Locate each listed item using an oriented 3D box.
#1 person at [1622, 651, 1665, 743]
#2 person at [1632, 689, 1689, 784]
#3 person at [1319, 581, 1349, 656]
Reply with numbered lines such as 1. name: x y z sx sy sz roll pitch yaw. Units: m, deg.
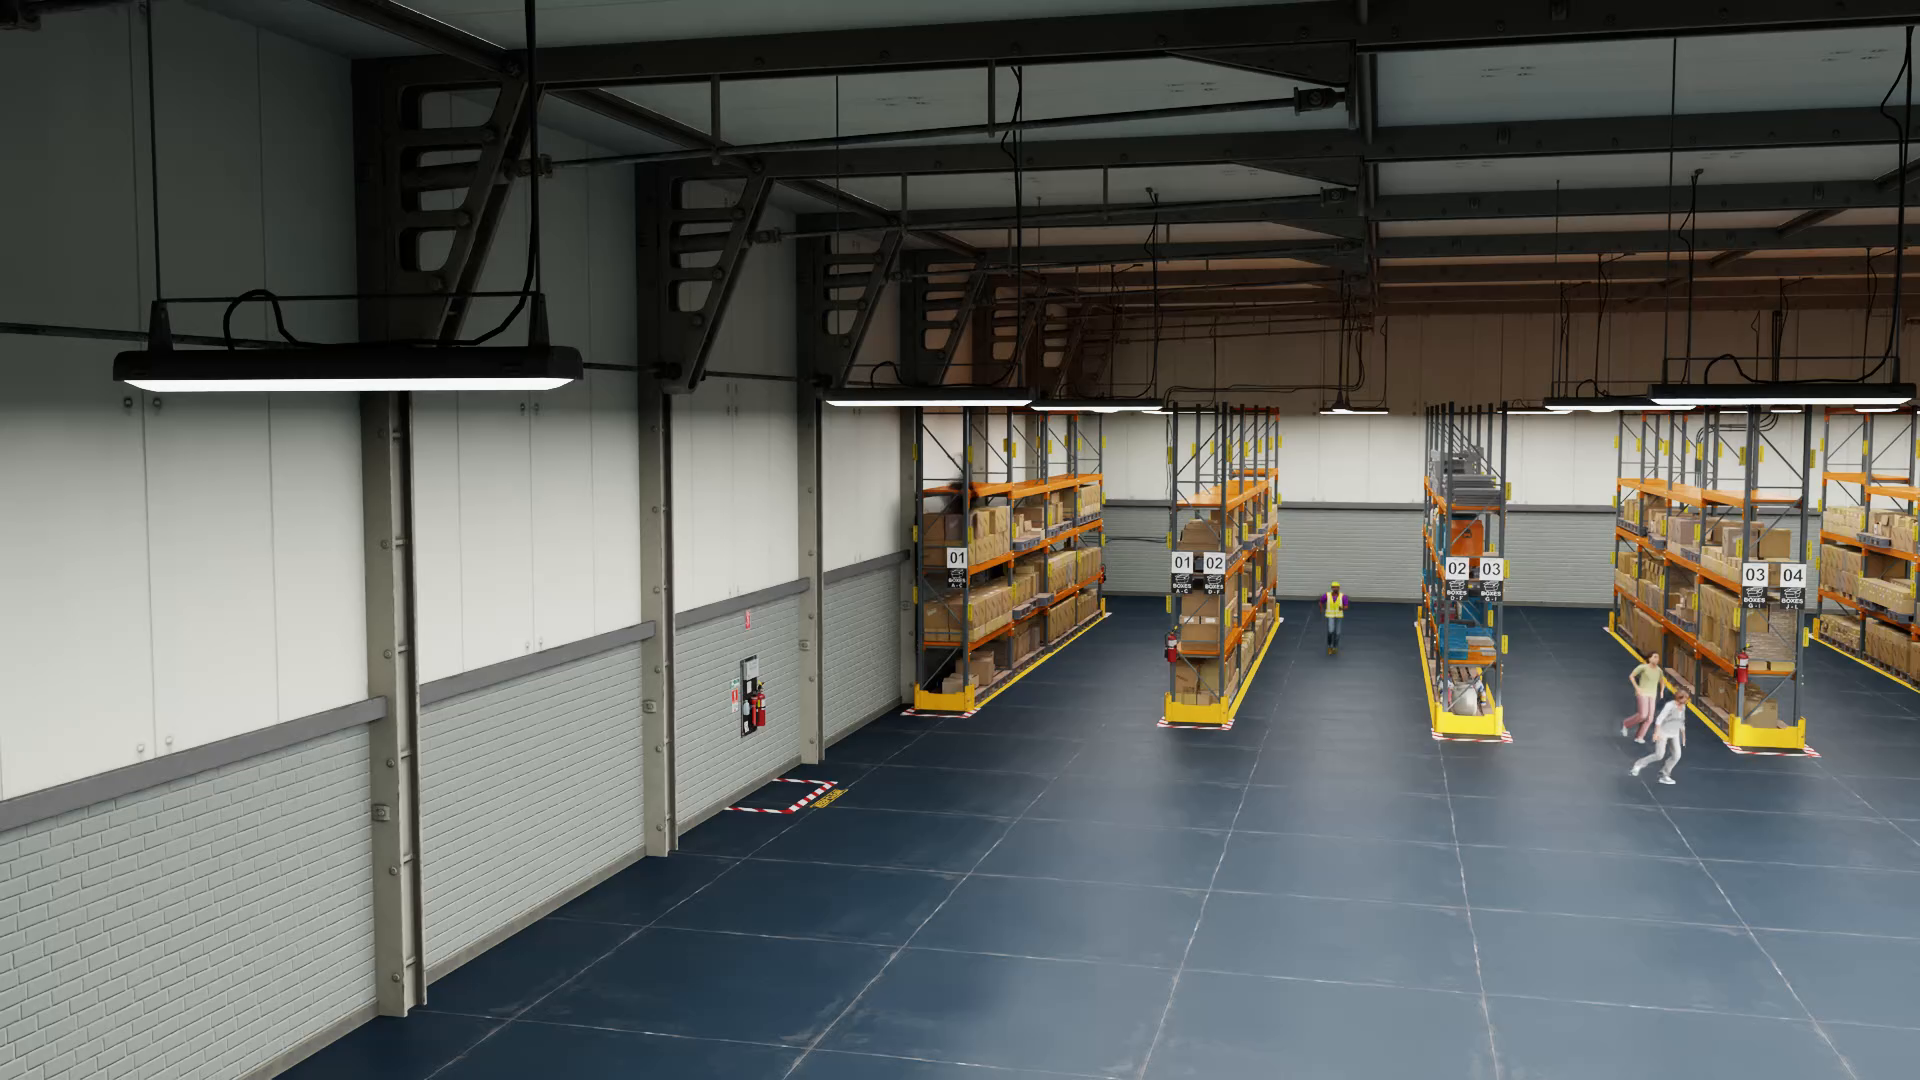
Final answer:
1. person: 12.121 2.748 29.386 0.651 1.621 0.545 -1 4 -15
2. person: 10.971 3.044 25.961 0.665 1.507 0.682 -2 5 -23
3. person: 9.011 1.890 40.017 0.671 1.789 0.726 0 4 4
